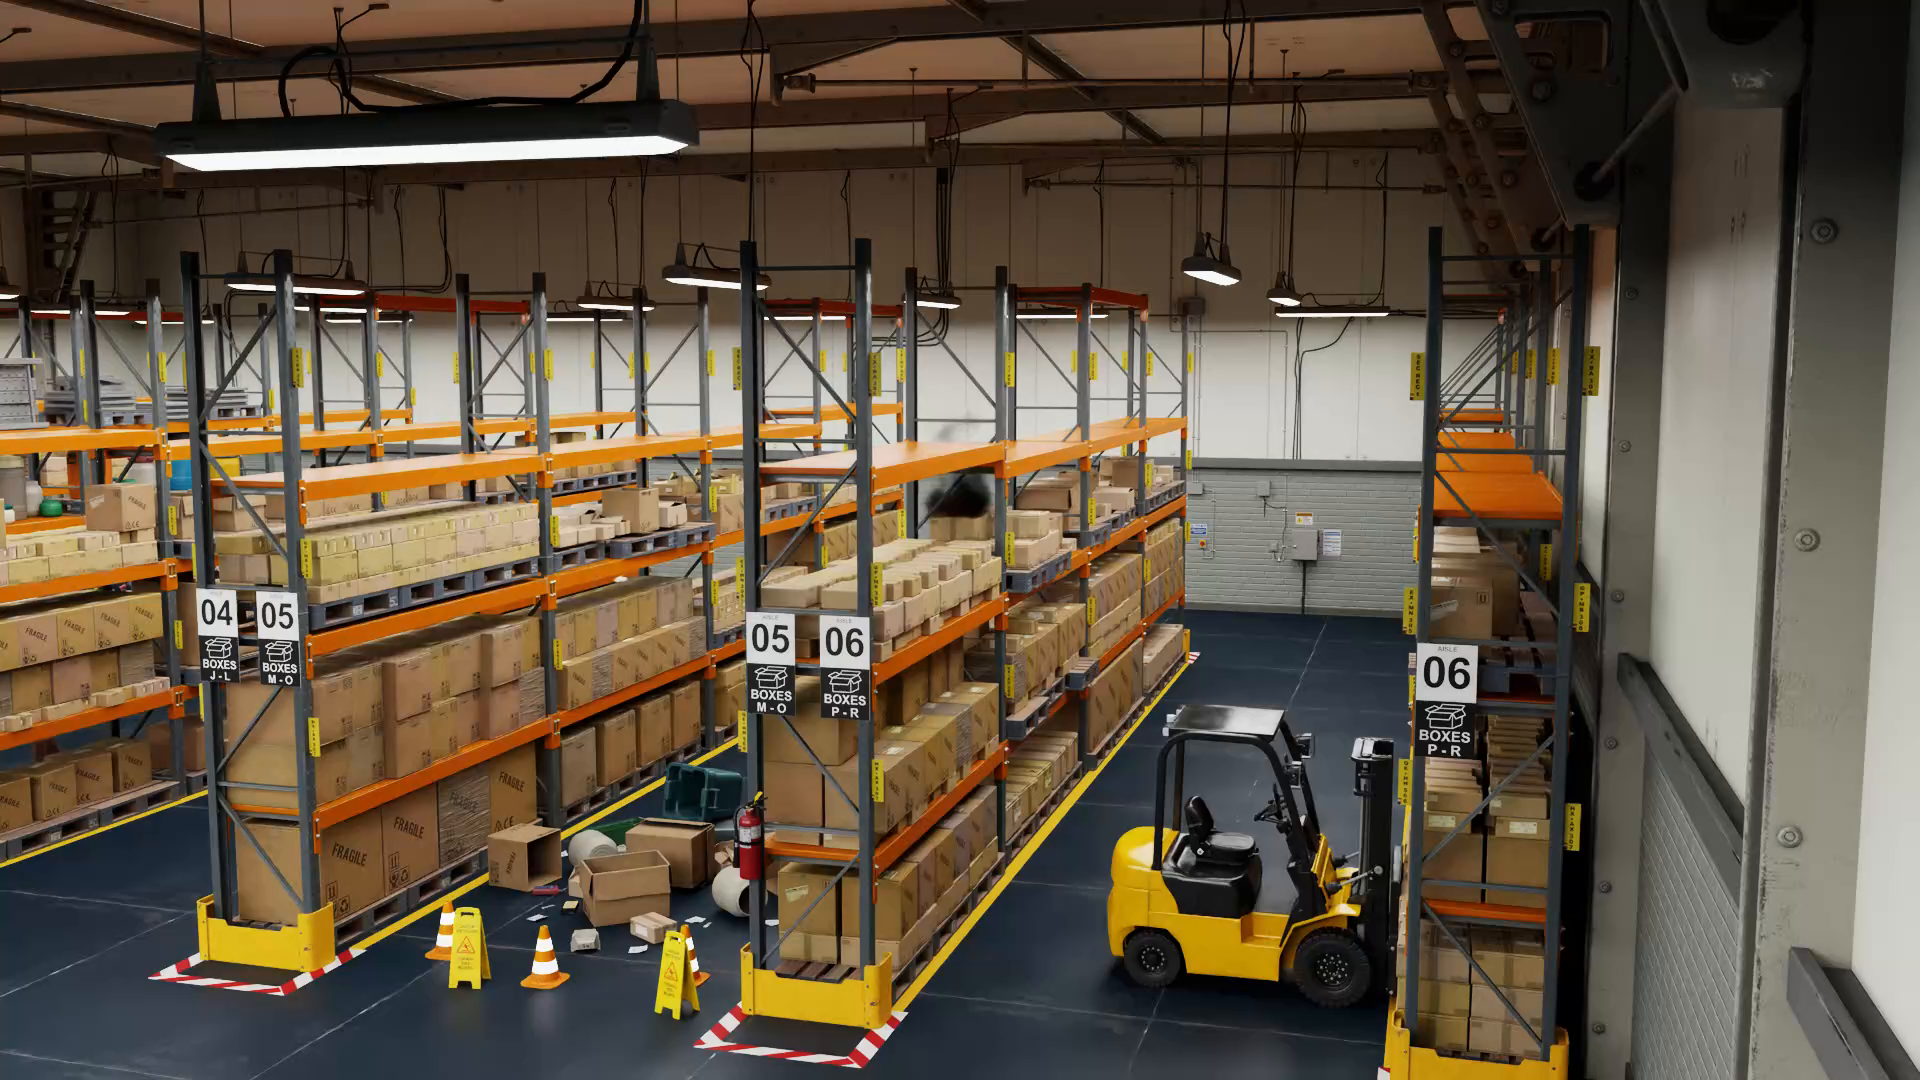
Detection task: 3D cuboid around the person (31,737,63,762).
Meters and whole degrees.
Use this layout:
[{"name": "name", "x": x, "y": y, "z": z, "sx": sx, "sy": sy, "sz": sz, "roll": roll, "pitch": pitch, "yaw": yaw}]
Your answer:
[{"name": "person", "x": -11.118, "y": 2.082, "z": 20.159, "sx": 0.559, "sy": 1.717, "sz": 0.698, "roll": 2, "pitch": 7, "yaw": 14}]

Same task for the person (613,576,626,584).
[{"name": "person", "x": -5.291, "y": 1.413, "z": 25.927, "sx": 0.696, "sy": 1.718, "sz": 0.605, "roll": 1, "pitch": 7, "yaw": 11}]
